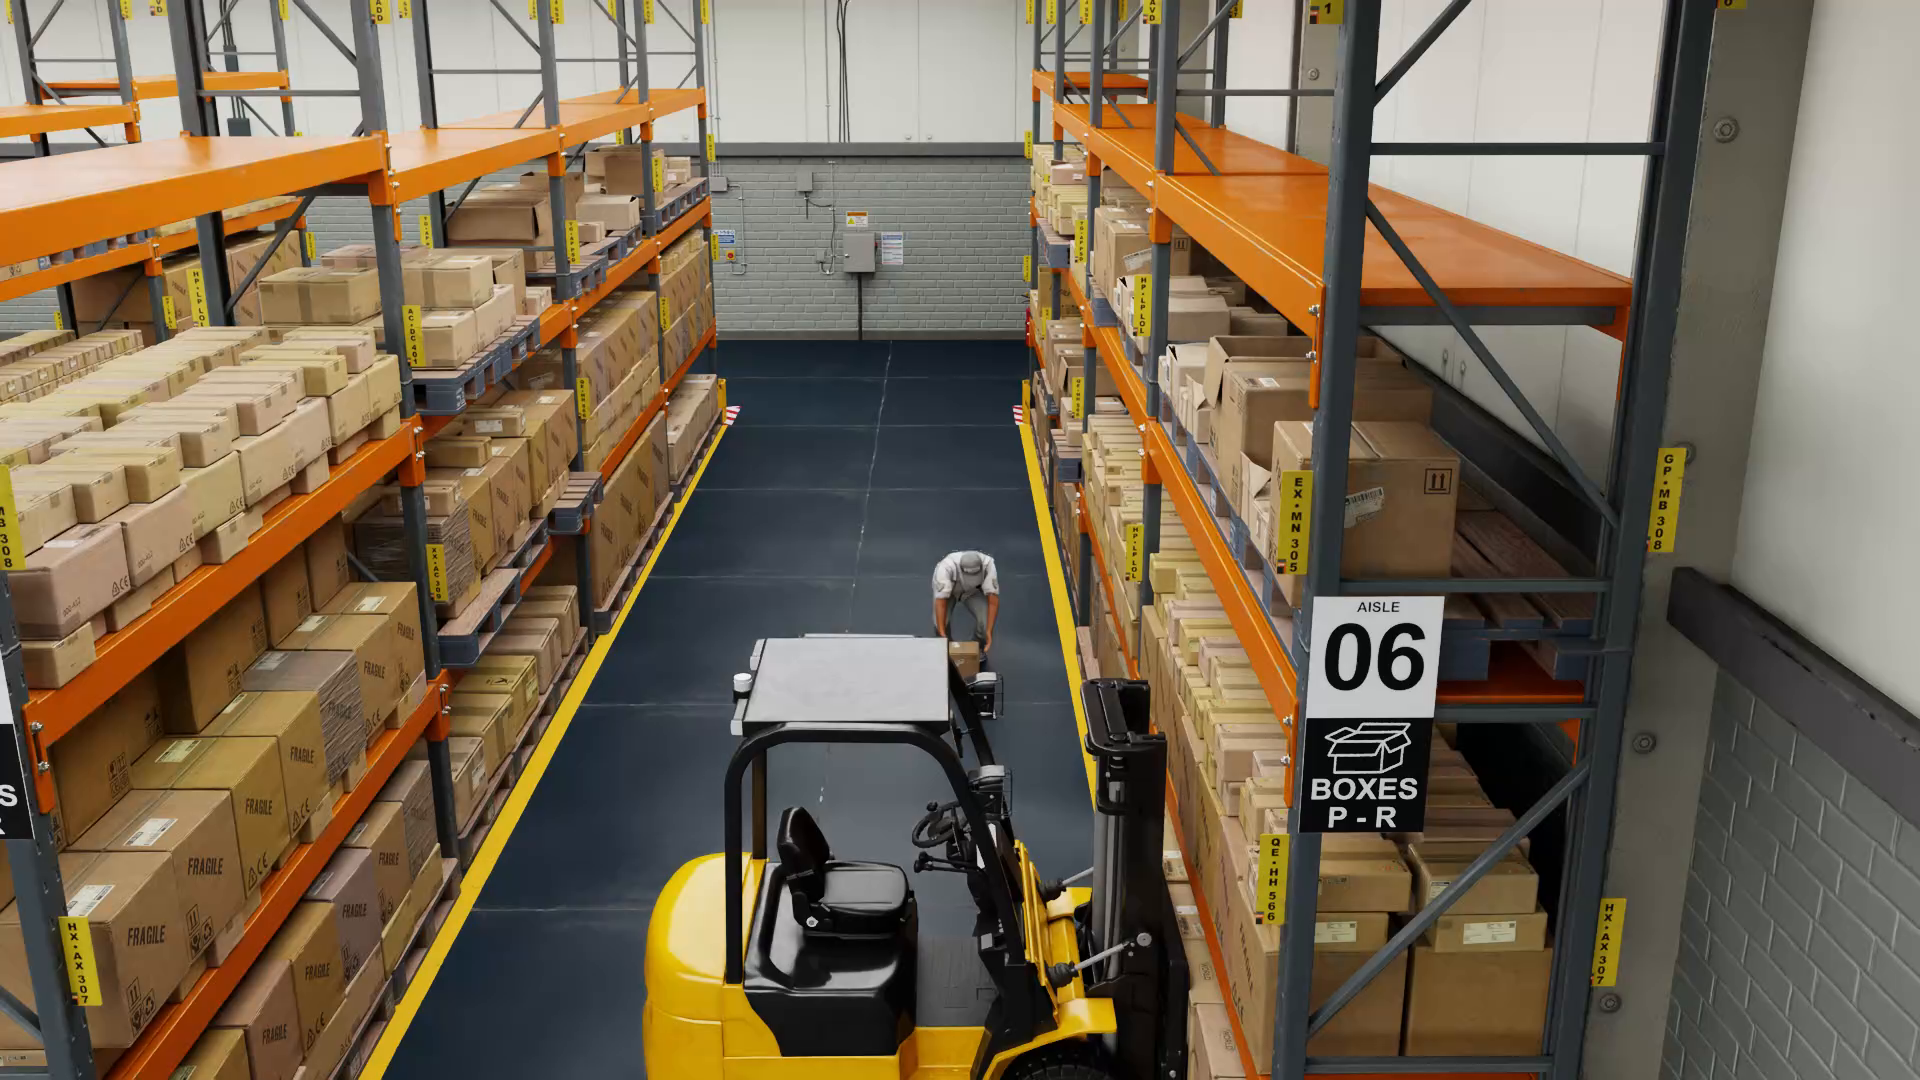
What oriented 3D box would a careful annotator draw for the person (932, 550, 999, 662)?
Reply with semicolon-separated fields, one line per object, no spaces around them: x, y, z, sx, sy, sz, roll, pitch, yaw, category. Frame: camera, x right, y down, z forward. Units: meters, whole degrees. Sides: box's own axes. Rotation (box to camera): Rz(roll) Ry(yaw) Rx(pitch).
0.035;0.481;13.099;0.523;1.016;0.844;-1;17;-3;person
